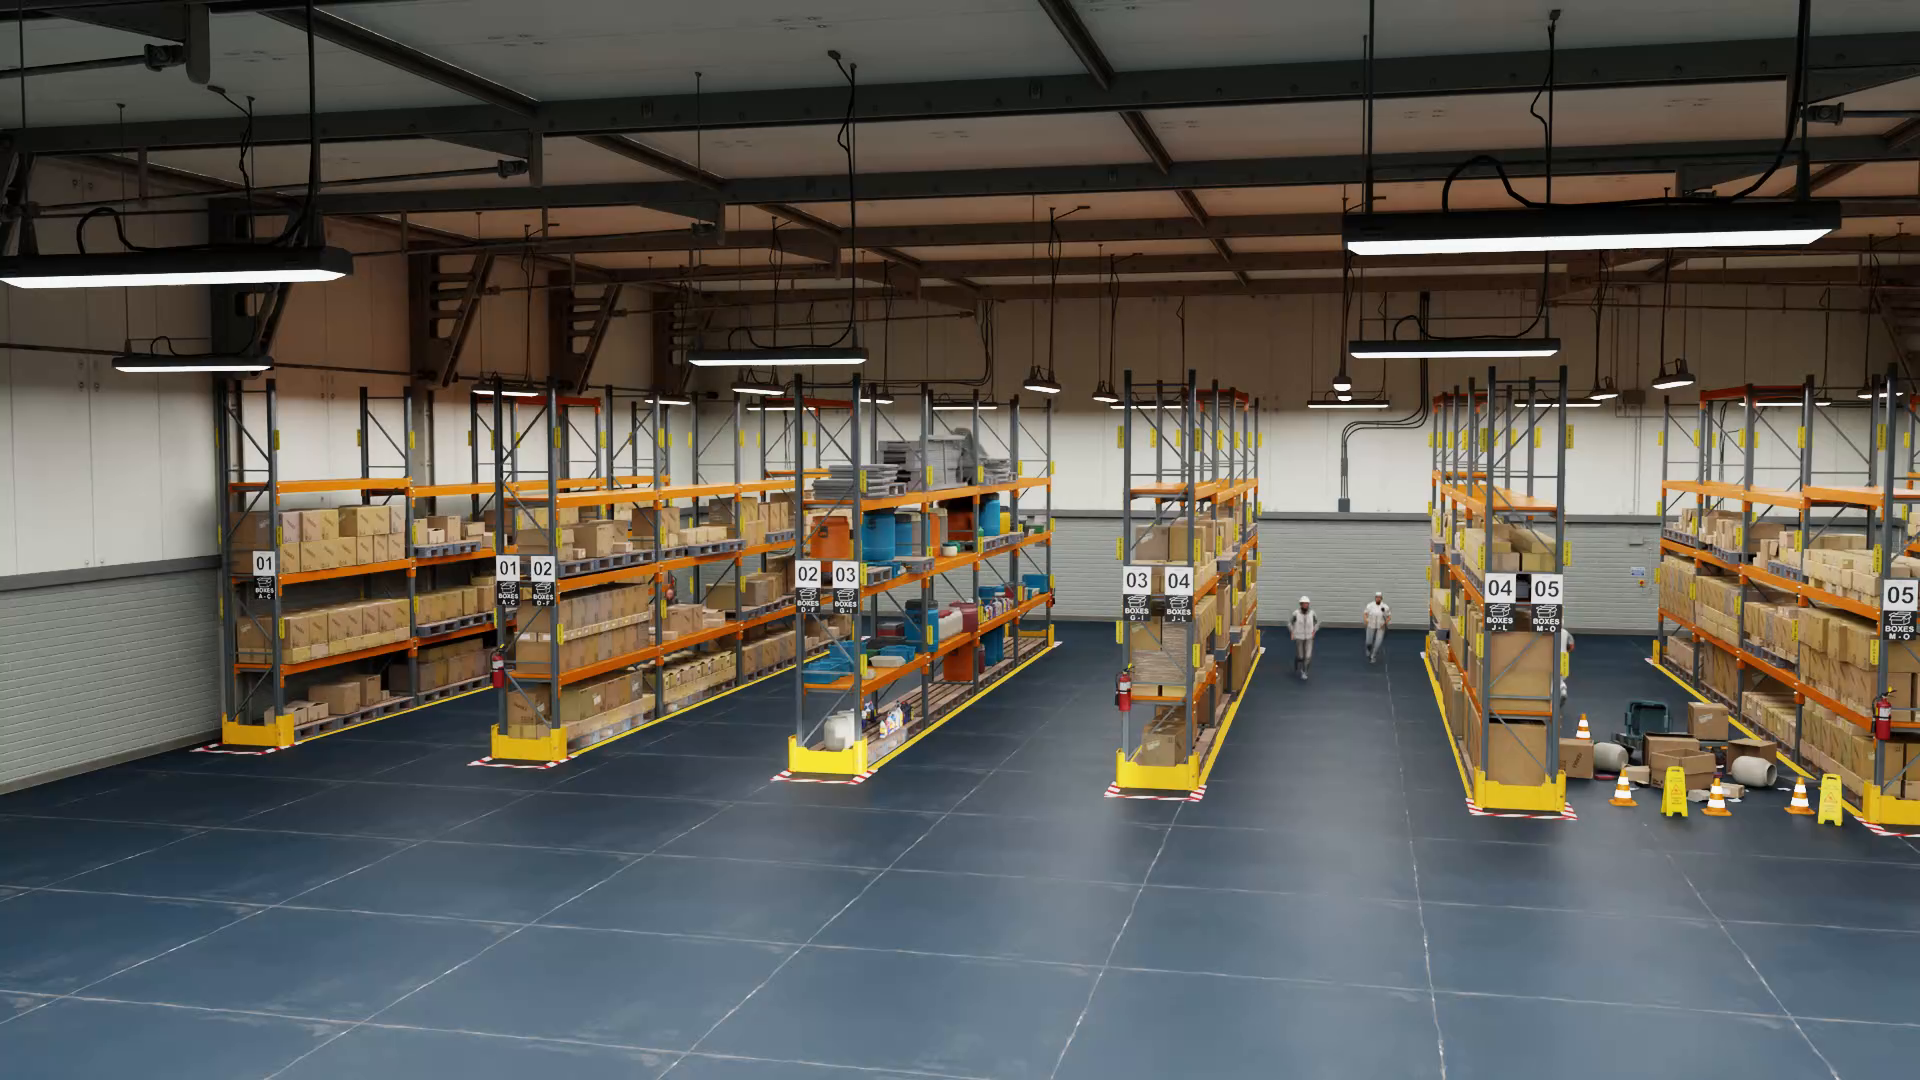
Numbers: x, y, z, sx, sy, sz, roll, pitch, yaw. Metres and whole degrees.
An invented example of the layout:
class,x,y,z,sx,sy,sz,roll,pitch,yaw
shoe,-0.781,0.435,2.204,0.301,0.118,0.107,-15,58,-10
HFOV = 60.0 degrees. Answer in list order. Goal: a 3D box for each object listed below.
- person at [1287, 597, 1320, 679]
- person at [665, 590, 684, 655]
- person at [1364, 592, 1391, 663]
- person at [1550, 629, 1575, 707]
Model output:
class,x,y,z,sx,sy,sz,roll,pitch,yaw
person,7.252,2.050,35.095,0.669,1.731,0.622,0,3,0
person,-6.540,1.925,37.937,0.649,1.612,0.749,0,3,1
person,9.381,1.964,37.405,0.598,1.595,0.540,1,4,16
person,11.166,2.282,31.076,0.651,1.737,0.791,1,3,9
